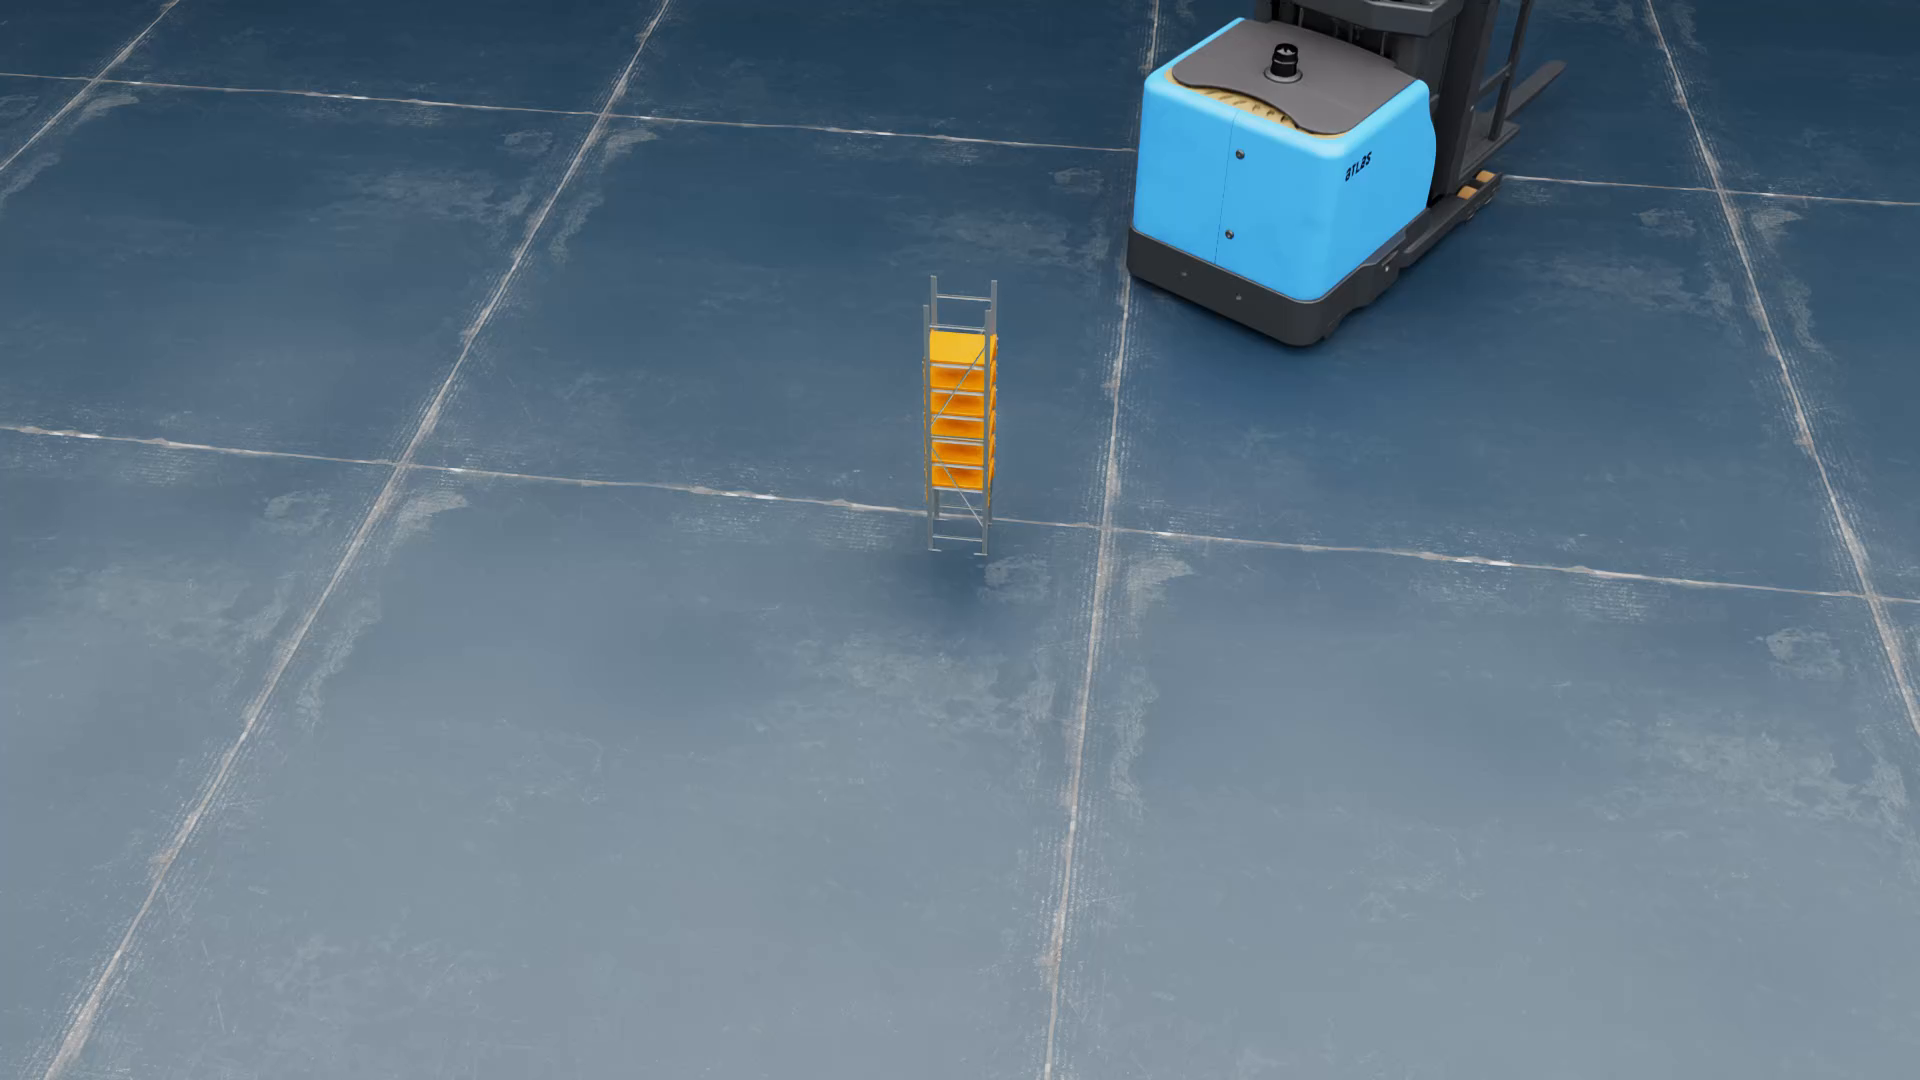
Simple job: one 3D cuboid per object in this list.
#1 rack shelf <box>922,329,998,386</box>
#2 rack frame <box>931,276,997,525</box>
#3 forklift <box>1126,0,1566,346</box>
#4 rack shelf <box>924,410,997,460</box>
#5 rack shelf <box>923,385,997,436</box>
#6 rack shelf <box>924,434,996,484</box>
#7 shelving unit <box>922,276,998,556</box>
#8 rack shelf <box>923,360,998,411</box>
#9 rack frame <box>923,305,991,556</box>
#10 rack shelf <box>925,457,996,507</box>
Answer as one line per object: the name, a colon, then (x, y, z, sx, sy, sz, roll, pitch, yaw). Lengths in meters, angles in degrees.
rack shelf: (0.002, -0.675, 6.131, 0.258, 0.103, 0.180, 5, 44, 6)
rack frame: (0.014, -0.508, 6.414, 0.240, 1.200, 0.006, 5, 44, 6)
forklift: (2.134, -2.896, 7.677, 1.130, 2.935, 3.031, 30, 51, 28)
rack shelf: (0.002, -0.413, 6.378, 0.258, 0.103, 0.180, 5, 44, 6)
rack shelf: (0.002, -0.500, 6.296, 0.258, 0.103, 0.180, 5, 44, 6)
rack shelf: (0.002, -0.326, 6.461, 0.258, 0.103, 0.180, 5, 44, 6)
shelving unit: (0.002, -0.446, 6.348, 0.258, 1.200, 0.189, 5, 44, 6)
rack shelf: (0.002, -0.588, 6.213, 0.258, 0.103, 0.180, 5, 44, 6)
rack frame: (-0.010, -0.383, 6.282, 0.240, 1.200, 0.006, 5, 44, 6)
rack shelf: (0.002, -0.239, 6.543, 0.258, 0.103, 0.180, 5, 44, 6)
